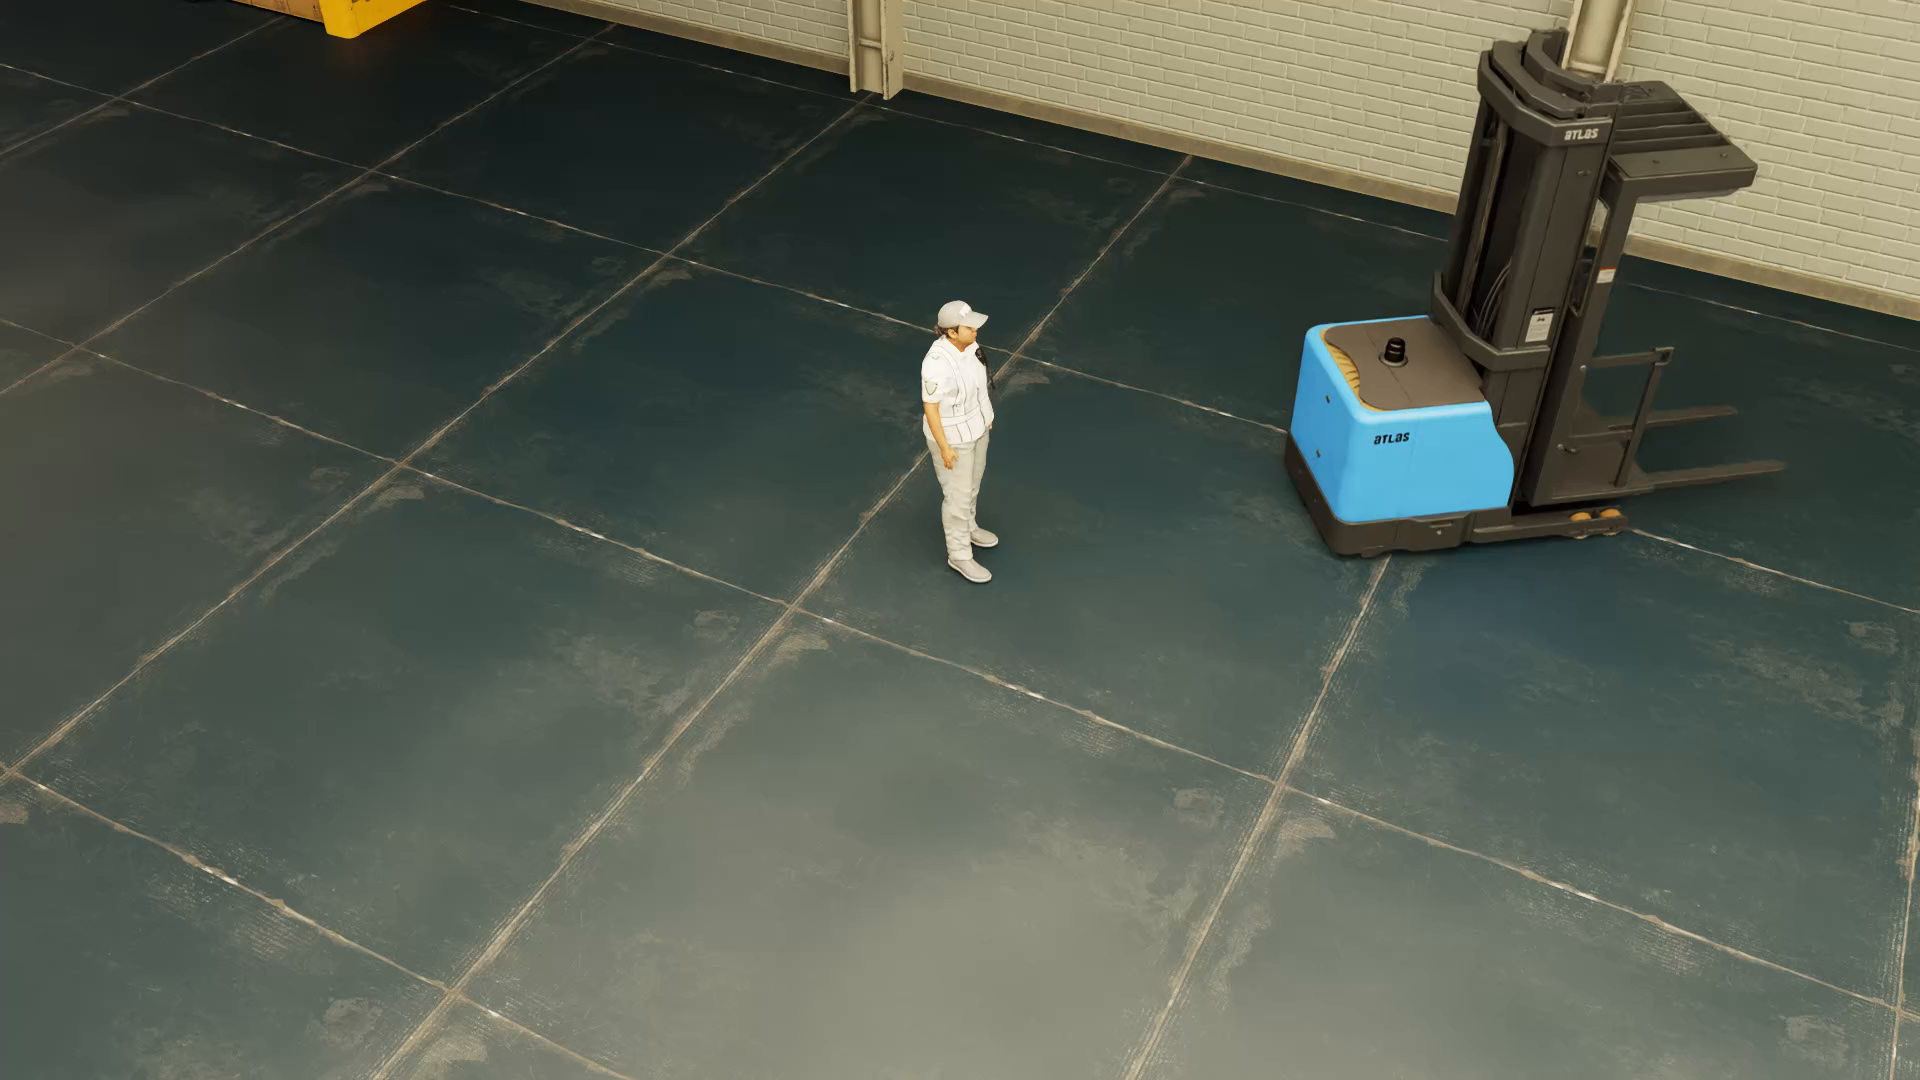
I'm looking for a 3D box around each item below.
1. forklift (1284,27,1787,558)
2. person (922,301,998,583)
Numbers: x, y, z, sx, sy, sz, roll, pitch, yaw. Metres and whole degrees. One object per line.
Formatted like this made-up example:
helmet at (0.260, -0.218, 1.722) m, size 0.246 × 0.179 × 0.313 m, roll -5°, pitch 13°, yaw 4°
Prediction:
forklift at (3.658, -1.459, 9.719) m, size 3.031 × 2.935 × 1.130 m, roll -6°, pitch 40°, yaw -7°
person at (0.057, -0.608, 9.677) m, size 0.529 × 1.670 × 0.598 m, roll 18°, pitch 43°, yaw 21°
